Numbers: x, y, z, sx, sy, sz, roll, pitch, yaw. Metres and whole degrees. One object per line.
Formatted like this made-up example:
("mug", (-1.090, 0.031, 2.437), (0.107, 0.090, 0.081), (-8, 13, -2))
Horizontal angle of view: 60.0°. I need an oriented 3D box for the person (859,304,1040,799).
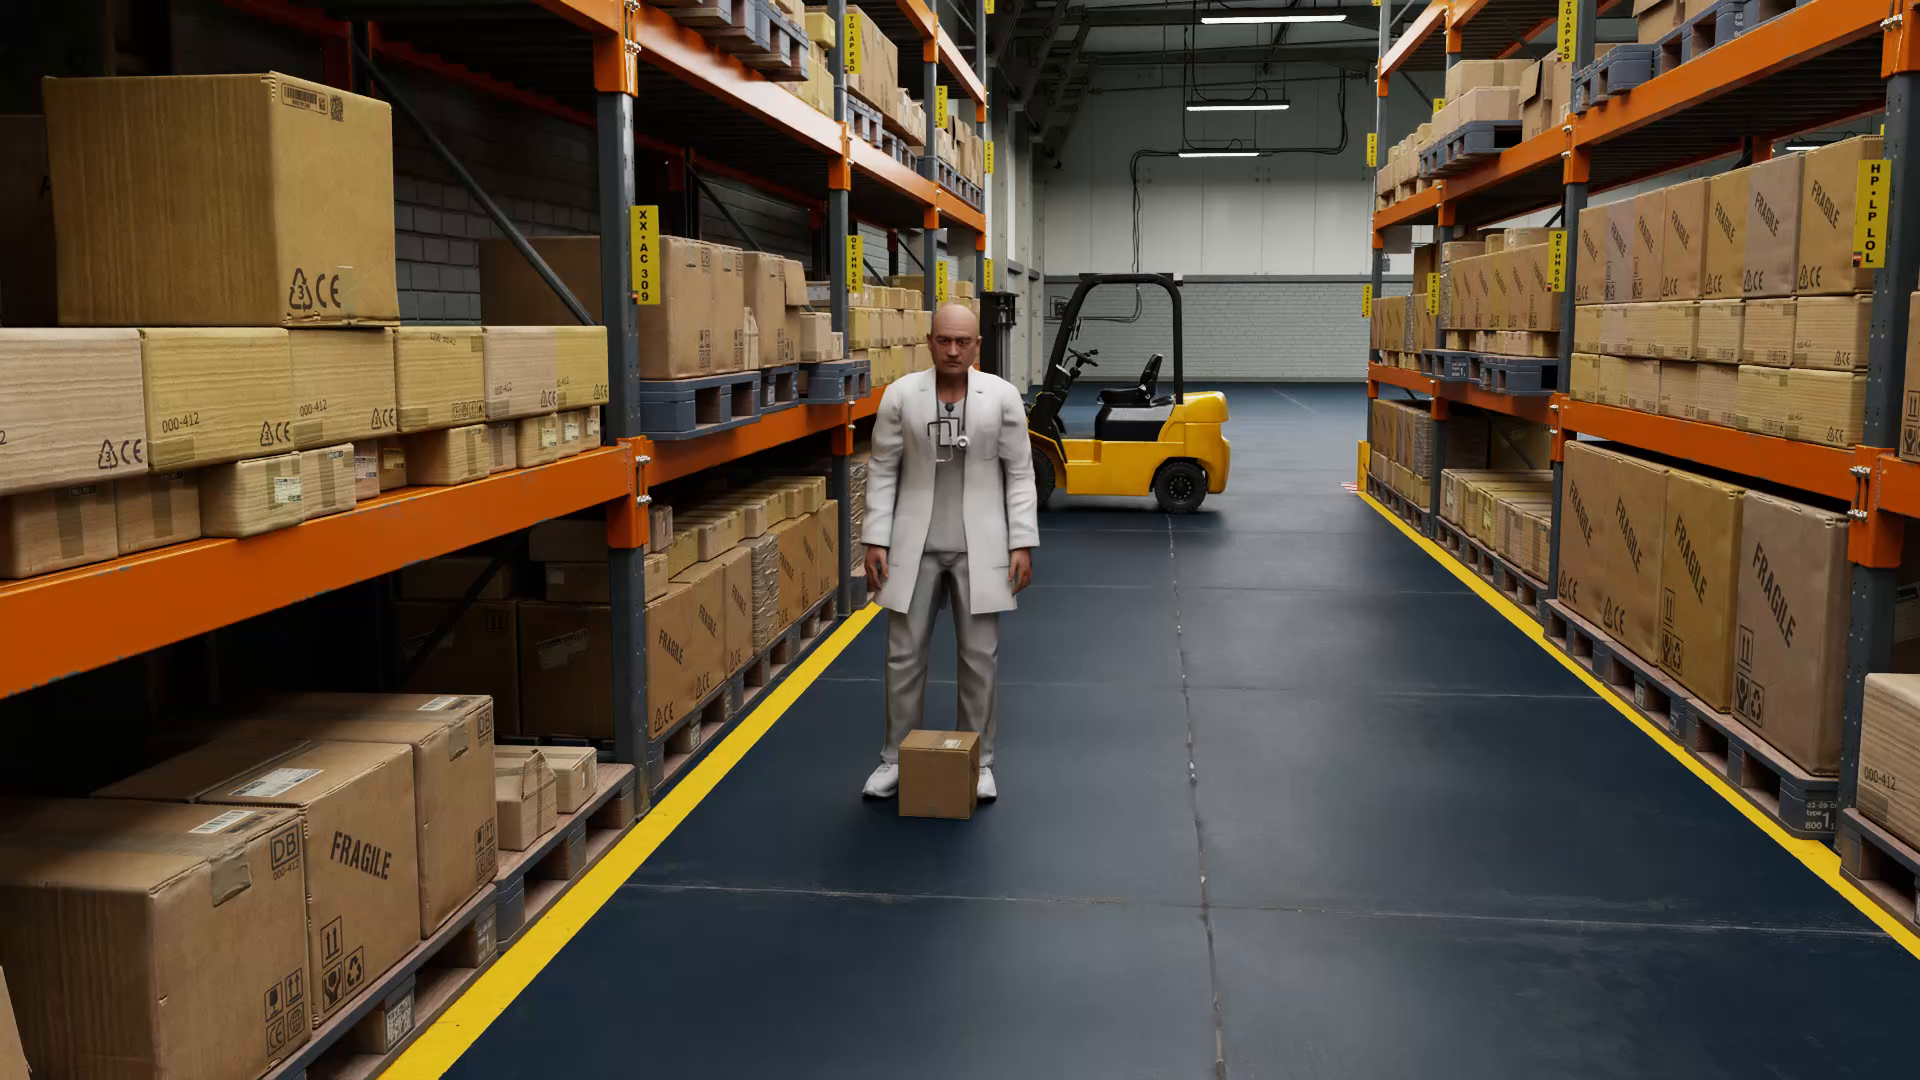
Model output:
("person", (-0.037, 0.040, 6.034), (0.654, 1.774, 0.421), (0, 7, 3))
